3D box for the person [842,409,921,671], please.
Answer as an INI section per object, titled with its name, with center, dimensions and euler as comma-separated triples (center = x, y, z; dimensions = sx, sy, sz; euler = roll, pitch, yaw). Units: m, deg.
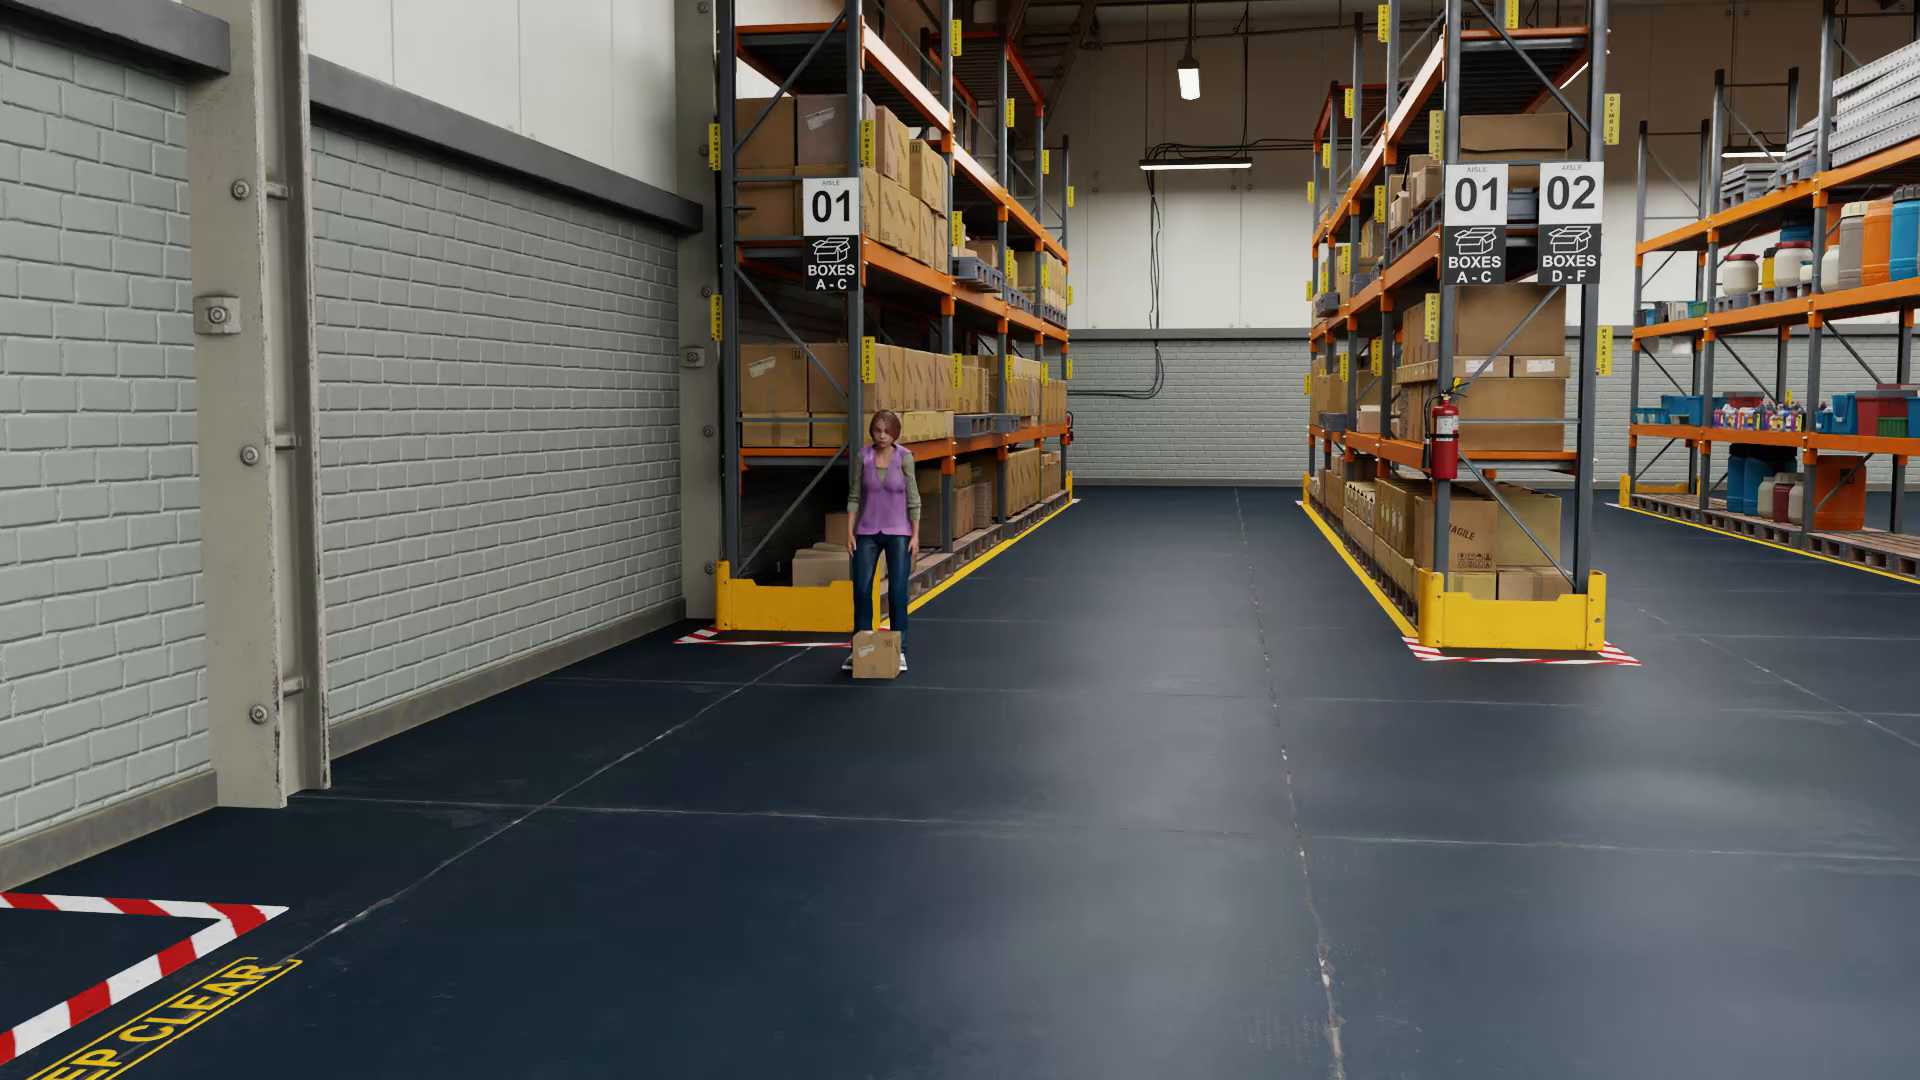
[person]
center = -0.473, -0.001, 10.156
dimensions = 0.472, 1.590, 0.347
euler = 0, 5, 6
